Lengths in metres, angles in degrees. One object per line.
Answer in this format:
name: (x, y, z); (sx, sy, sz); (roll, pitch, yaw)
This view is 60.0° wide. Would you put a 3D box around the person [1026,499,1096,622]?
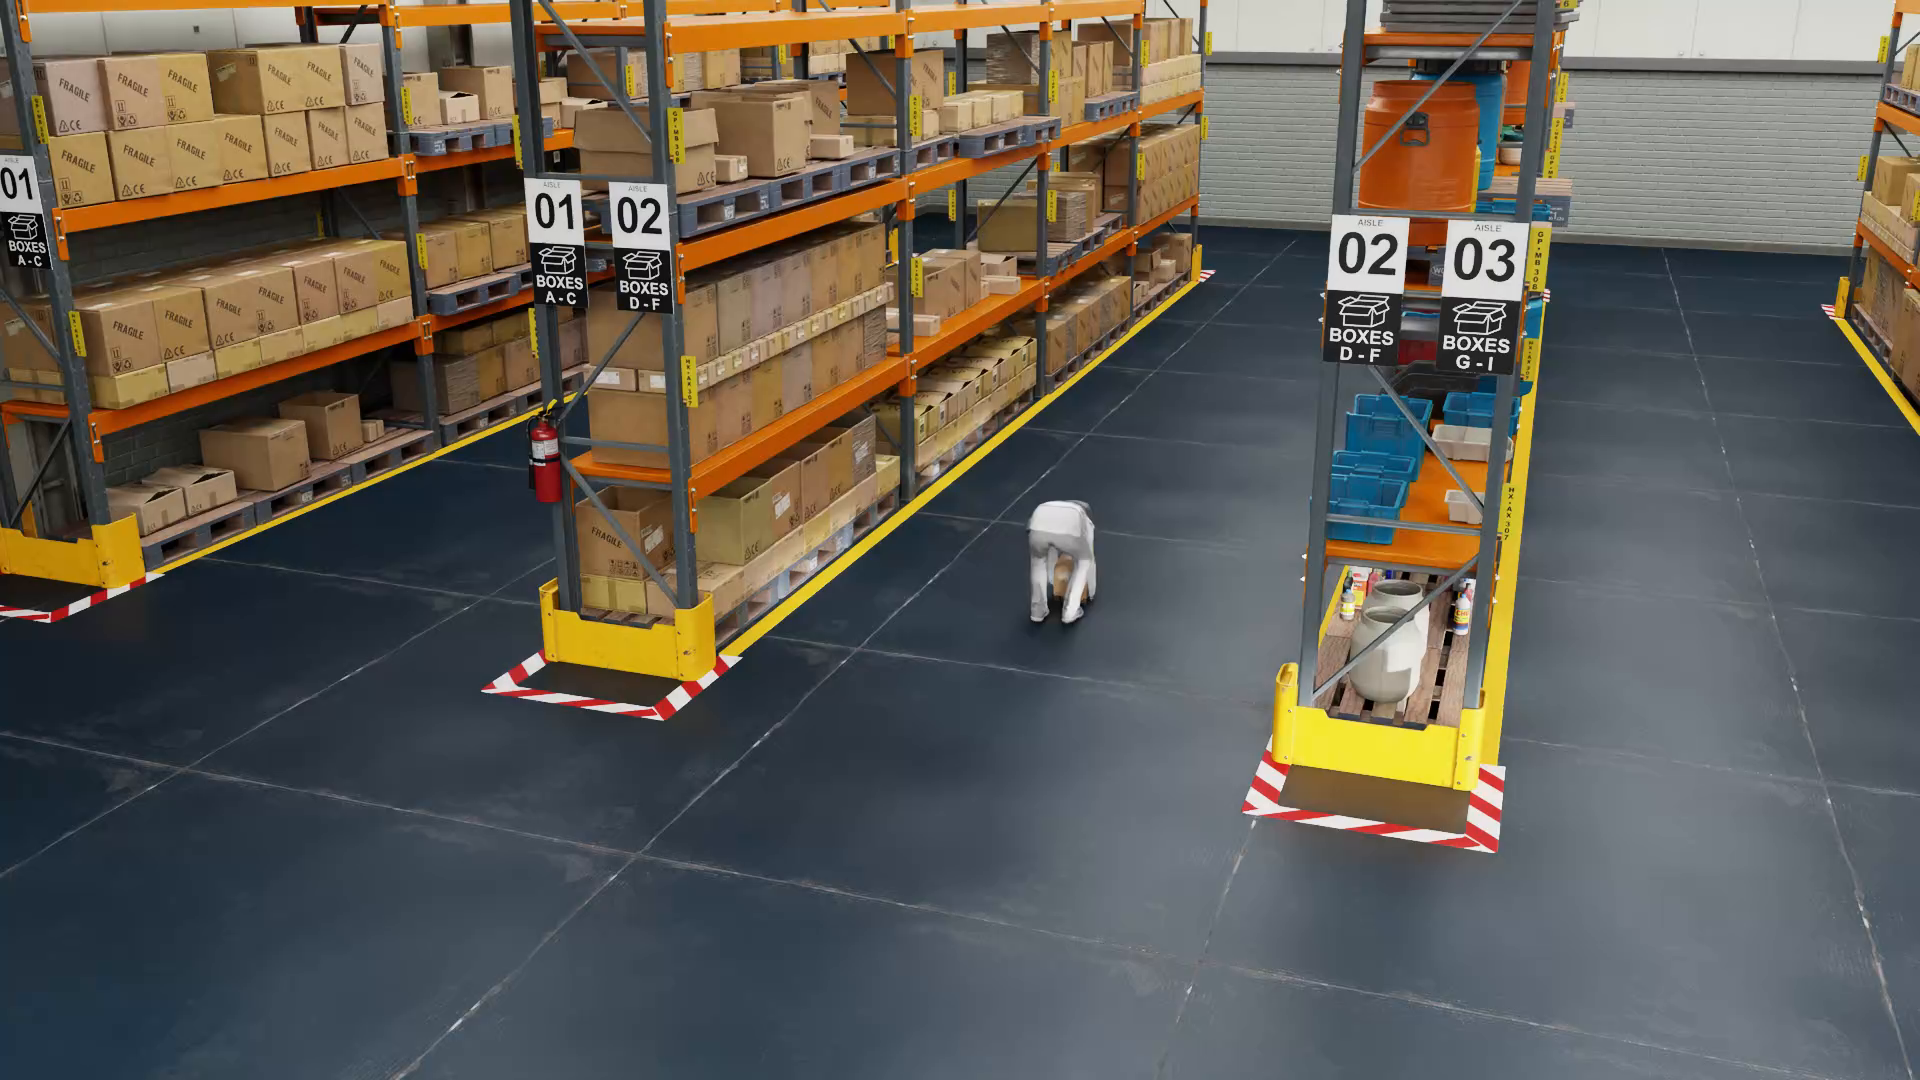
person: (0.732, 0.100, 11.971); (0.455, 0.889, 0.880); (5, 20, 16)
